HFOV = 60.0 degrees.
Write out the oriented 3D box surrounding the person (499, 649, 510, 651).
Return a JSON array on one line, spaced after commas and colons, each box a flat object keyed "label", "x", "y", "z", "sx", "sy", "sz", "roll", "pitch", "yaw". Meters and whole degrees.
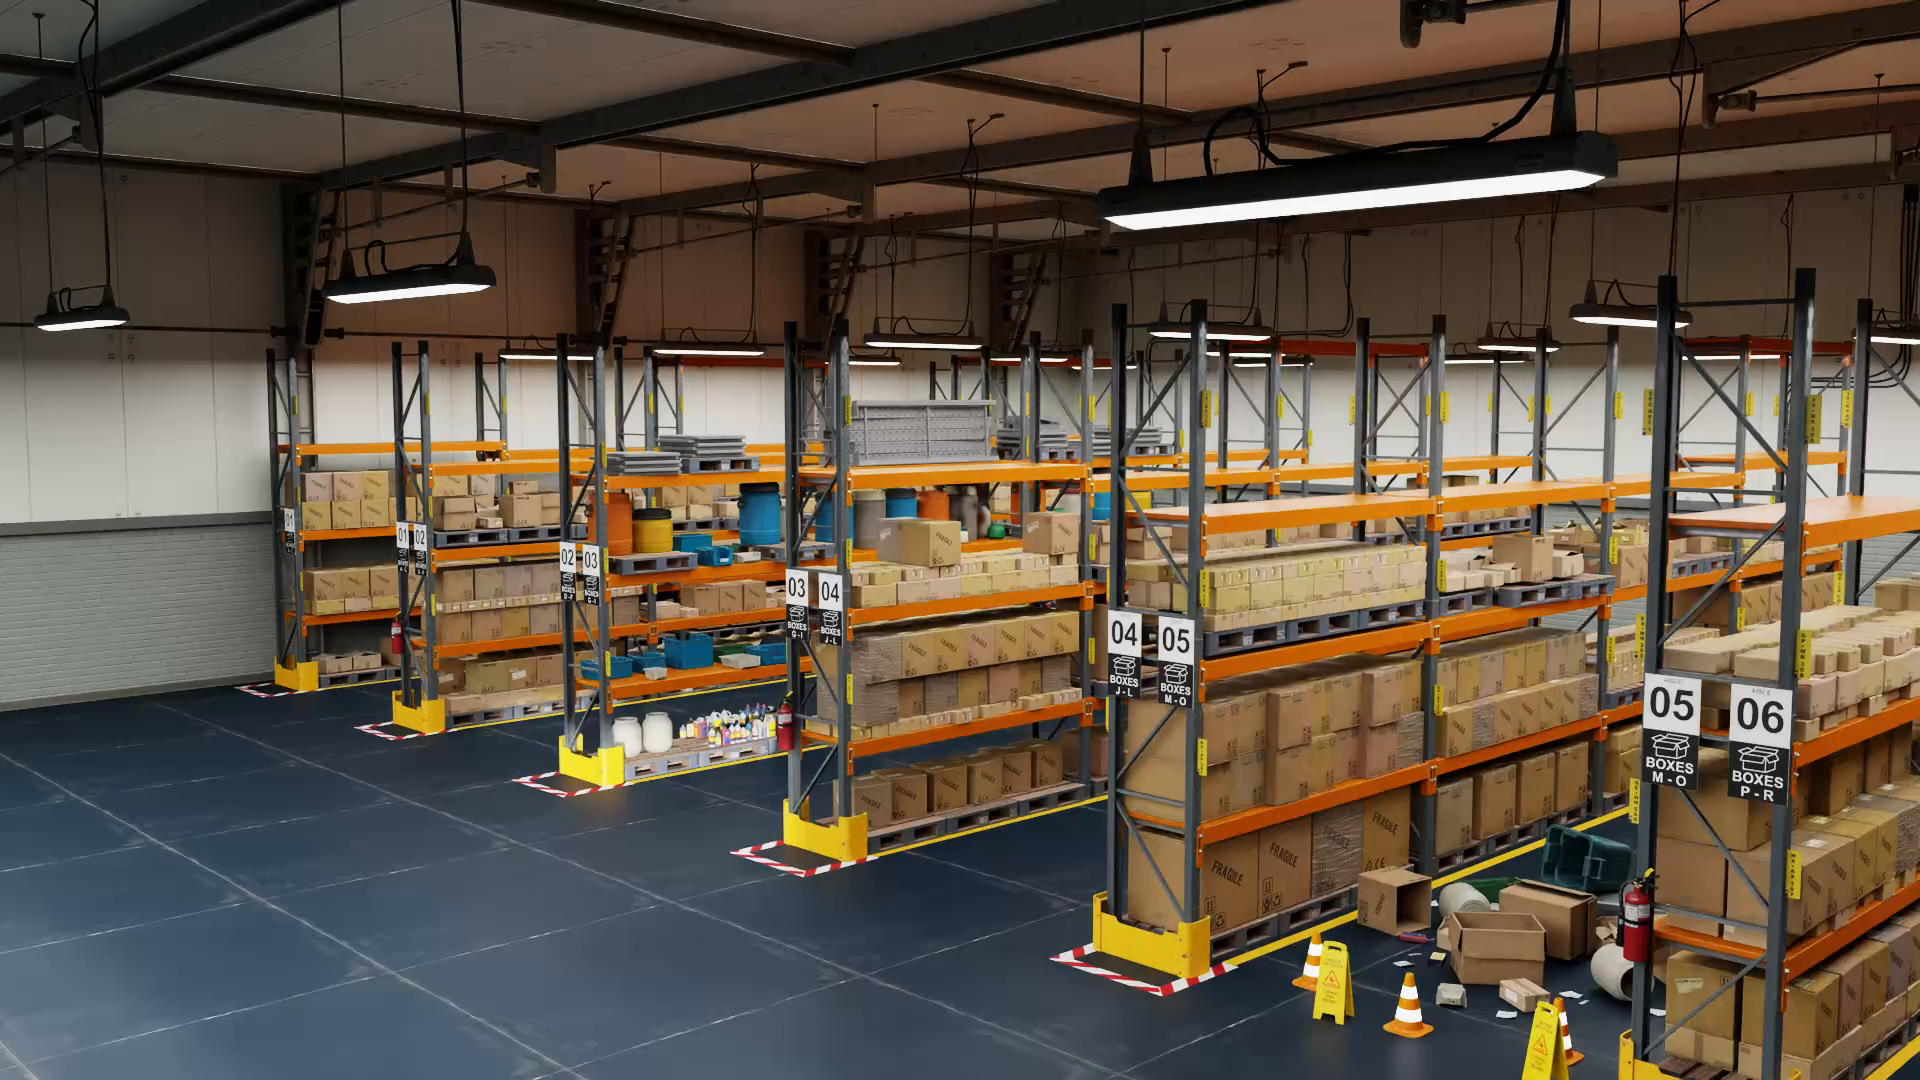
[{"label": "person", "x": -7.905, "y": 1.843, "z": 29.079, "sx": 0.572, "sy": 1.627, "sz": 0.840, "roll": 2, "pitch": 5, "yaw": 25}]
